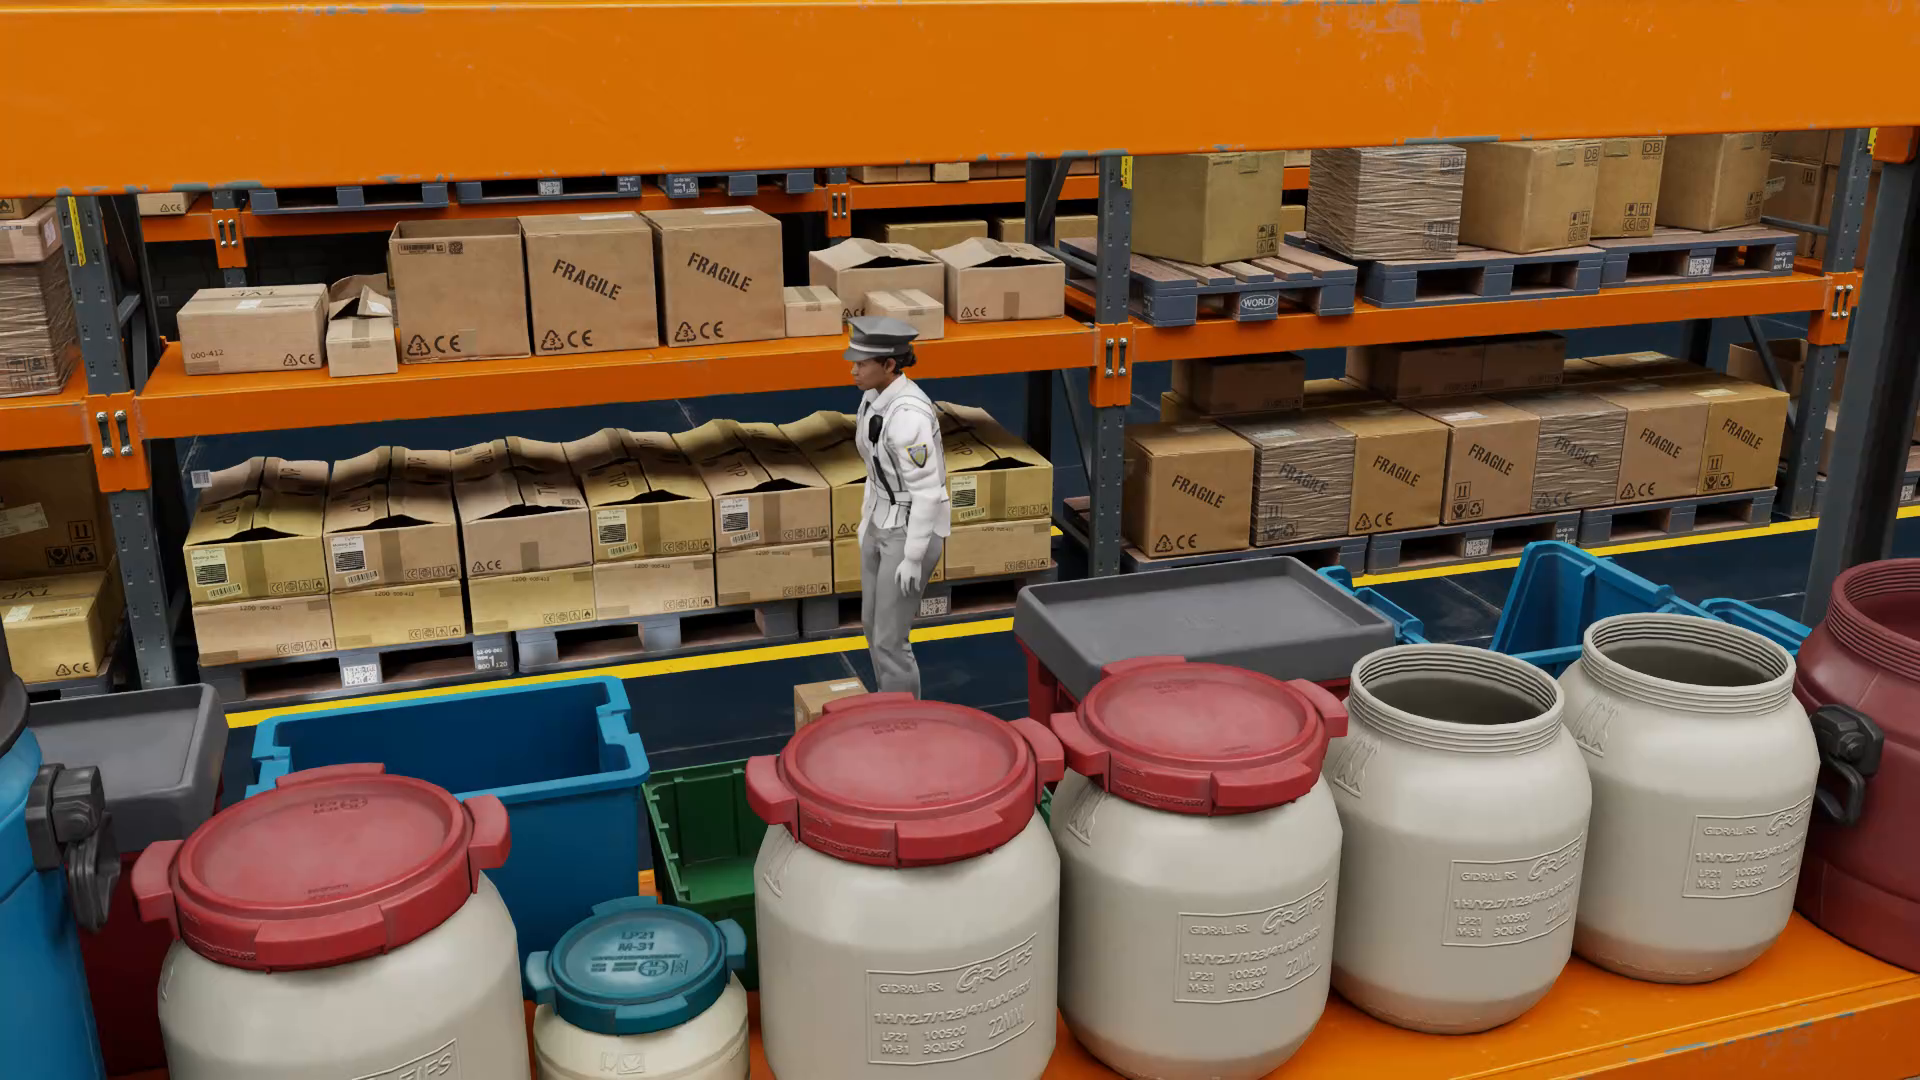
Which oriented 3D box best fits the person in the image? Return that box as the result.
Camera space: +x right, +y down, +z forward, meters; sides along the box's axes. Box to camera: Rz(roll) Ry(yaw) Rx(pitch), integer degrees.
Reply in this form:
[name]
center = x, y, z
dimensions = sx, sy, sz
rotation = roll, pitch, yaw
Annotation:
[person]
center = -0.256, 0.001, 6.060
dimensions = 0.415, 1.662, 0.540
rotation = -7, 21, -20
